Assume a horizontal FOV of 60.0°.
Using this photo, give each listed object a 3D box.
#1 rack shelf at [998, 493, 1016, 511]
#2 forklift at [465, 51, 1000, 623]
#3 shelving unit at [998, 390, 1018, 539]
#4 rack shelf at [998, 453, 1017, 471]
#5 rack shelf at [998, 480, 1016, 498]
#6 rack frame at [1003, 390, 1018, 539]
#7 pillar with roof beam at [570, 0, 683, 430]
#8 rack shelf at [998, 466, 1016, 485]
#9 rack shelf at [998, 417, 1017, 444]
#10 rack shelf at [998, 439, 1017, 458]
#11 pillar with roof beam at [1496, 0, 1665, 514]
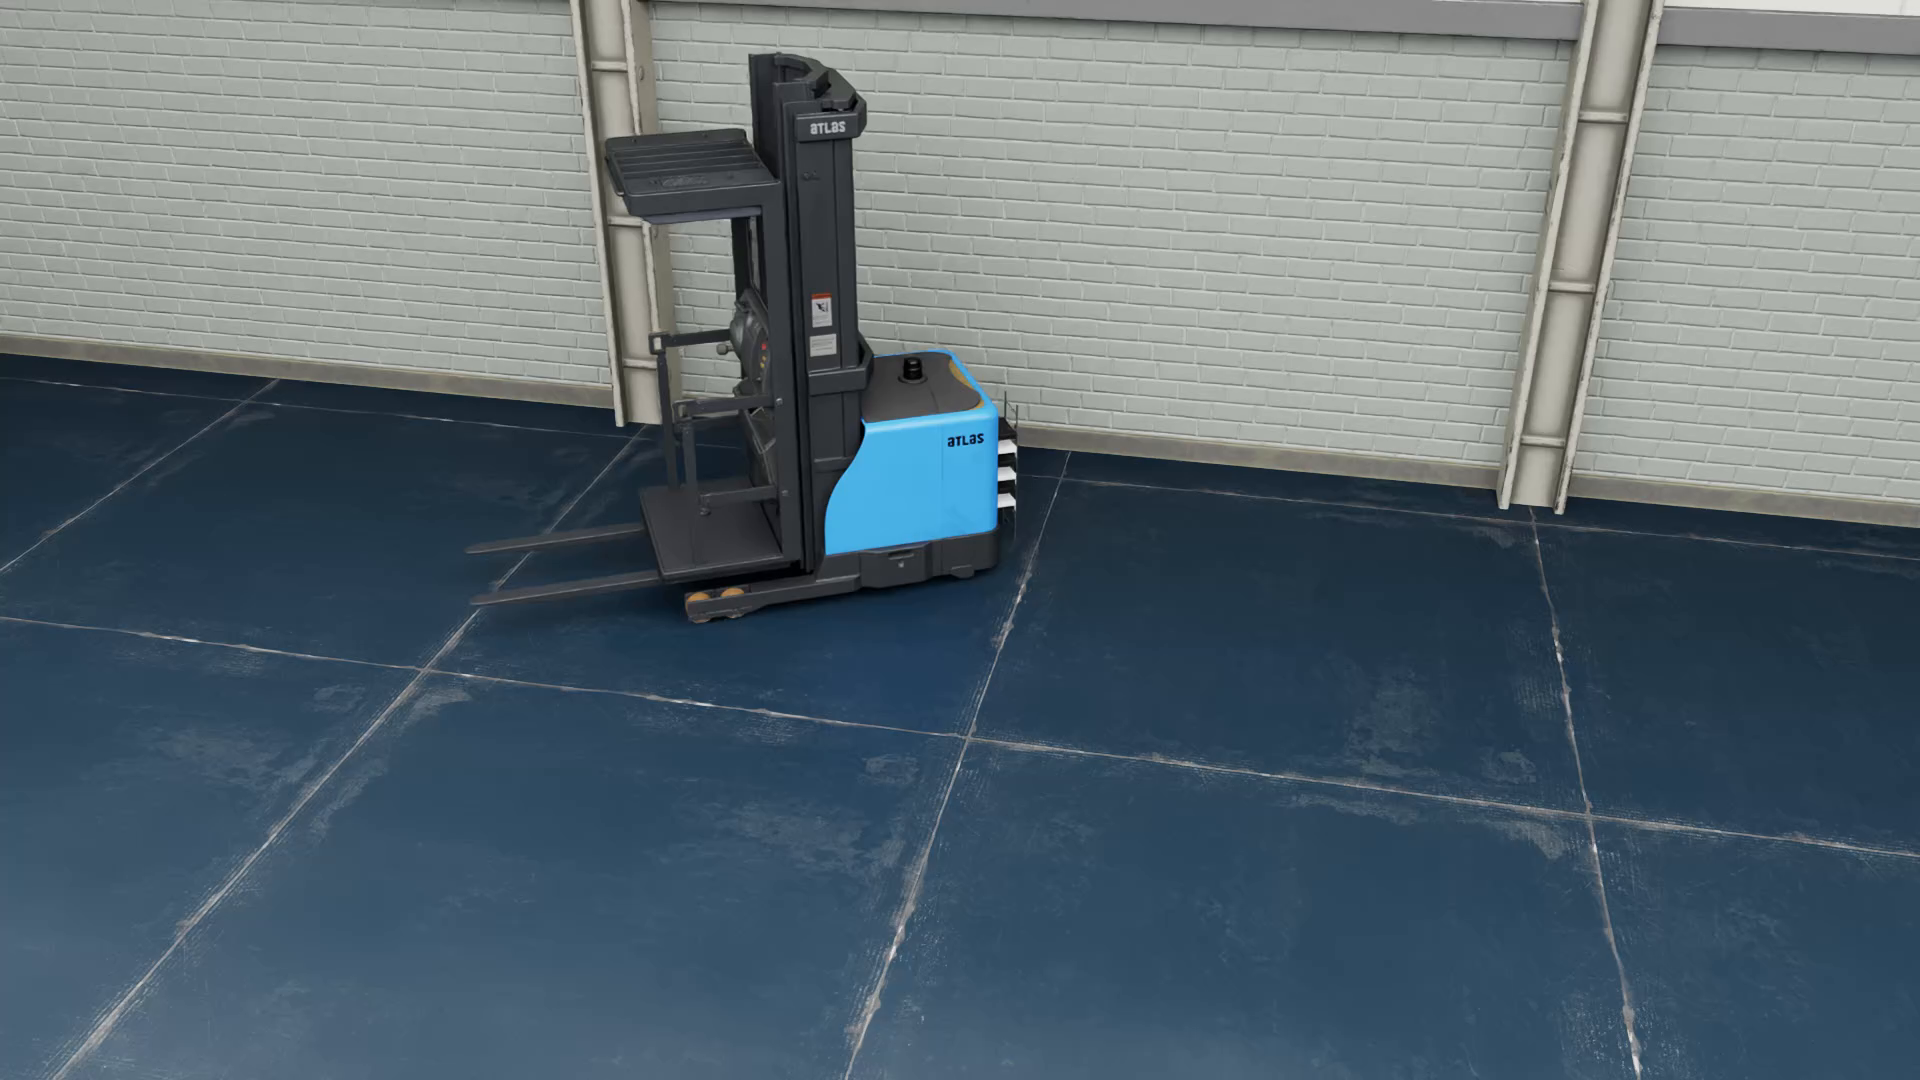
[{"bbox_3d":[0.209,-0.254,10.222,0.200,0.077,0.258,-8,30,-15],"label":"rack shelf"},{"bbox_3d":[-1.343,-1.100,9.207,3.031,2.935,1.130,-8,30,-15],"label":"forklift"},{"bbox_3d":[0.209,-0.441,10.119,0.210,0.900,0.258,-8,30,-15],"label":"shelving unit"},{"bbox_3d":[0.209,-0.491,10.092,0.200,0.077,0.258,-8,30,-15],"label":"rack shelf"},{"bbox_3d":[0.209,-0.333,10.178,0.200,0.077,0.258,-8,30,-15],"label":"rack shelf"},{"bbox_3d":[0.307,-0.455,10.145,0.006,0.900,0.240,-8,30,-15],"label":"rack frame"},{"bbox_3d":[-3.098,-2.781,5.959,0.400,9.000,9.100,6,29,11],"label":"pillar with roof beam"},{"bbox_3d":[0.209,-0.412,10.135,0.200,0.077,0.258,-8,30,-15],"label":"rack shelf"},{"bbox_3d":[0.209,-0.649,10.005,0.200,0.077,0.258,-8,30,-15],"label":"rack shelf"},{"bbox_3d":[0.209,-0.570,10.049,0.200,0.077,0.258,-8,30,-15],"label":"rack shelf"},{"bbox_3d":[2.769,-2.179,4.860,0.400,9.000,9.100,6,29,11],"label":"pillar with roof beam"}]
